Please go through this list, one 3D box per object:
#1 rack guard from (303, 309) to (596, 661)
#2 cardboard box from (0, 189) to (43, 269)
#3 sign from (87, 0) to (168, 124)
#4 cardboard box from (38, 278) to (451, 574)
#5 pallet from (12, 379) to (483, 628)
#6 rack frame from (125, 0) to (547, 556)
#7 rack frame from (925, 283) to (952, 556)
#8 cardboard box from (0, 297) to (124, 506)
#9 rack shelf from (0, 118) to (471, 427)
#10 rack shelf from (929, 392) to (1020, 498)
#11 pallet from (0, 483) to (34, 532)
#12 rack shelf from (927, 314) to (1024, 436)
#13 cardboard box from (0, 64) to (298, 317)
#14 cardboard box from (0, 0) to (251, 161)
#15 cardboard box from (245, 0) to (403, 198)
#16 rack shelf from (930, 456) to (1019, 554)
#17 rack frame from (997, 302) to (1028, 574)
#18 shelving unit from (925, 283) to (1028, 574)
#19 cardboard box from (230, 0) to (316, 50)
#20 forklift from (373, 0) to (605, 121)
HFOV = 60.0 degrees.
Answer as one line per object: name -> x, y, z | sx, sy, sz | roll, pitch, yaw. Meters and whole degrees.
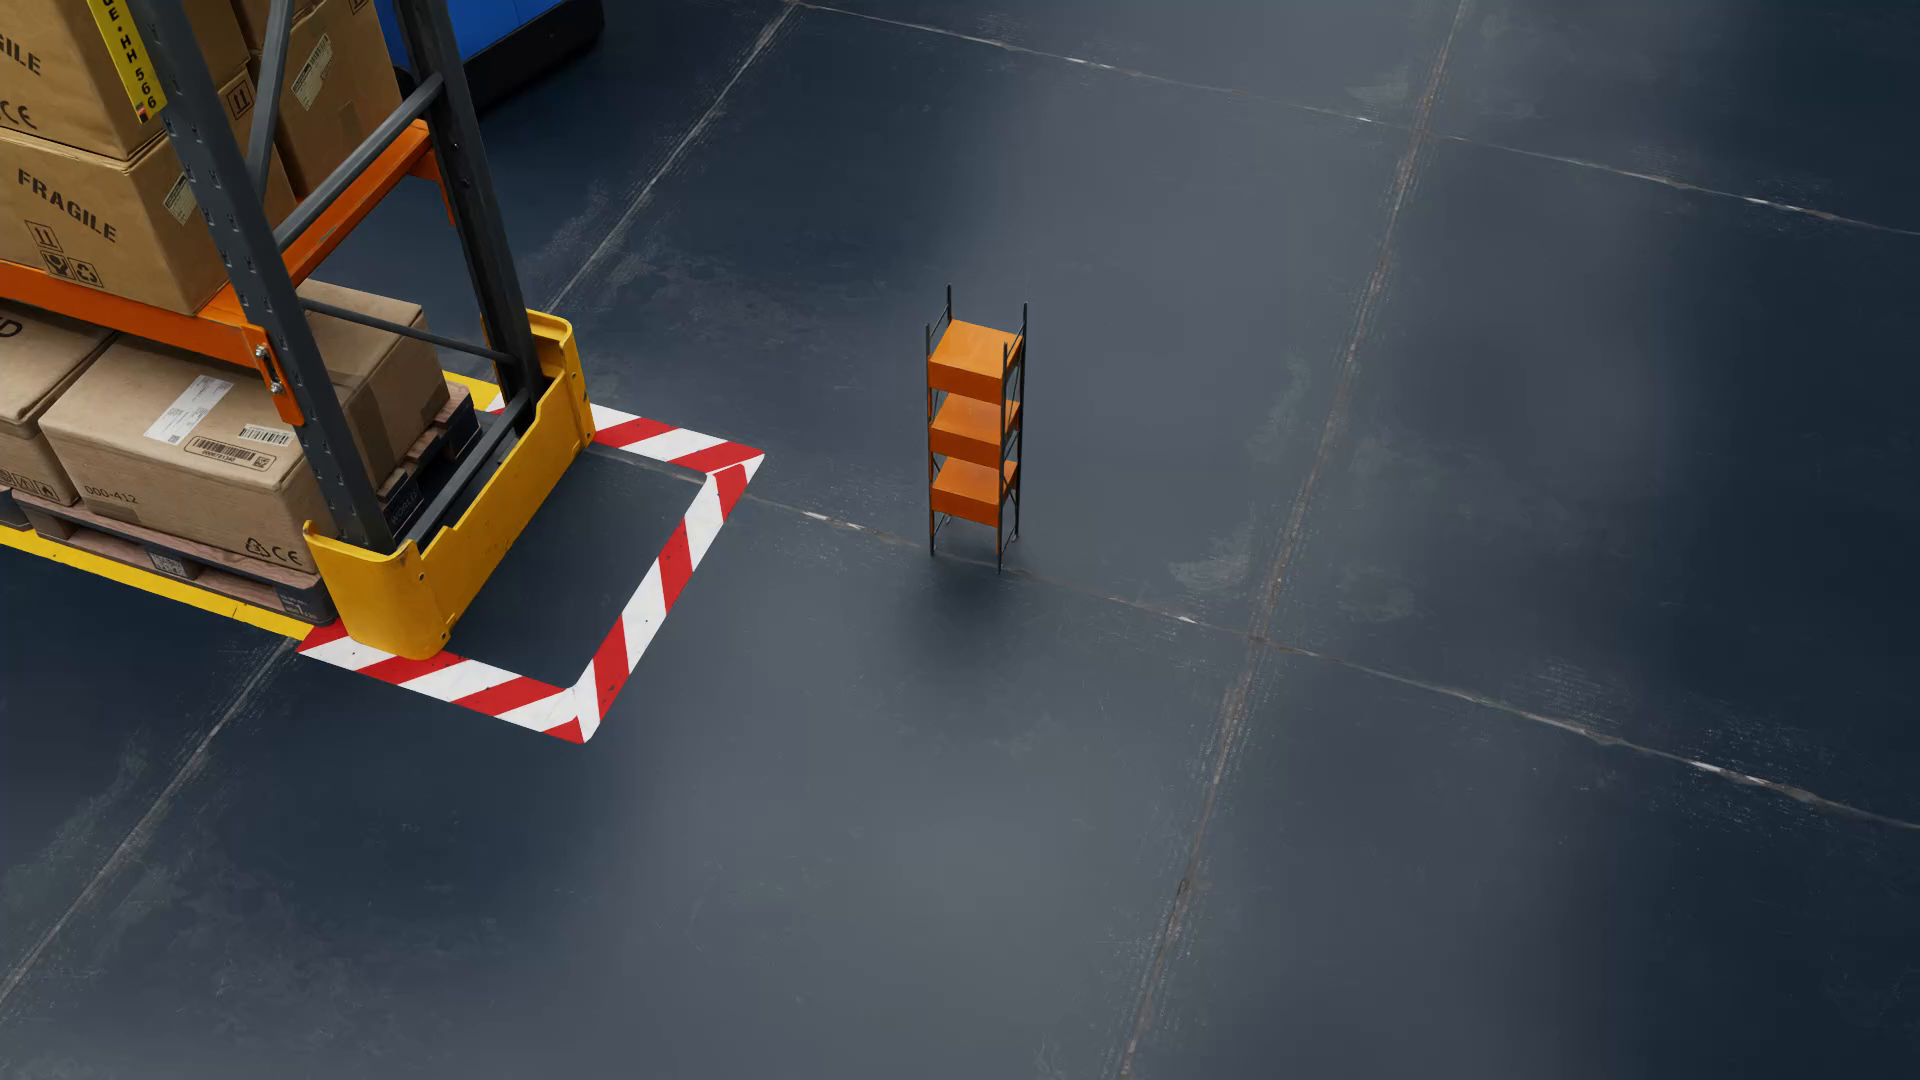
rack guard -> -1.679, -0.216, 5.606 | 0.348, 0.500, 1.175 | 16, 51, 13
cardboard box -> -2.711, -1.155, 4.700 | 0.500, 0.500, 0.500 | 15, 51, 12
sign -> -1.902, -1.117, 3.810 | 0.005, 0.325, 0.100 | 16, 51, 13
cardboard box -> -2.355, -0.441, 5.565 | 0.875, 0.438, 0.875 | 14, 51, 12
pallet -> -2.478, -0.282, 5.854 | 1.213, 0.211, 1.003 | 16, 51, 13
rack frame -> -1.701, -1.041, 4.667 | 0.127, 3.000, 1.000 | 16, 51, 13
rack frame -> -0.064, -0.362, 5.369 | 0.008, 1.050, 0.200 | 16, 51, 13
cardboard box -> -3.216, -0.675, 5.768 | 0.875, 0.438, 0.875 | 17, 51, 14
rack shelf -> -3.577, -1.329, 5.393 | 4.000, 0.370, 1.077 | 16, 51, 13
rack shelf -> 0.050, -0.323, 5.349 | 0.240, 0.259, 0.215 | 16, 51, 13
pallet -> -3.619, -0.602, 6.132 | 1.213, 0.211, 1.003 | 16, 51, 13
rack shelf -> 0.050, -0.509, 5.135 | 0.240, 0.259, 0.215 | 16, 51, 13
cardboard box -> -2.245, -1.012, 4.576 | 0.500, 0.500, 0.500 | 16, 51, 13
cardboard box -> -2.236, -1.359, 4.215 | 0.500, 0.500, 0.500 | 17, 51, 14
cardboard box -> -2.052, -1.403, 4.915 | 0.500, 0.500, 0.500 | 15, 51, 13
rack shelf -> 0.050, -0.141, 5.559 | 0.240, 0.259, 0.215 | 16, 51, 13
rack frame -> 0.165, -0.298, 5.313 | 0.008, 1.050, 0.200 | 16, 51, 13
shelving unit -> 0.050, -0.330, 5.341 | 0.252, 1.050, 0.215 | 16, 51, 13
cardboard box -> -2.053, -1.729, 4.536 | 0.500, 0.500, 0.500 | 15, 51, 12
forklift -> -3.138, -3.677, 6.997 | 3.031, 2.935, 1.130 | 29, 55, 23
